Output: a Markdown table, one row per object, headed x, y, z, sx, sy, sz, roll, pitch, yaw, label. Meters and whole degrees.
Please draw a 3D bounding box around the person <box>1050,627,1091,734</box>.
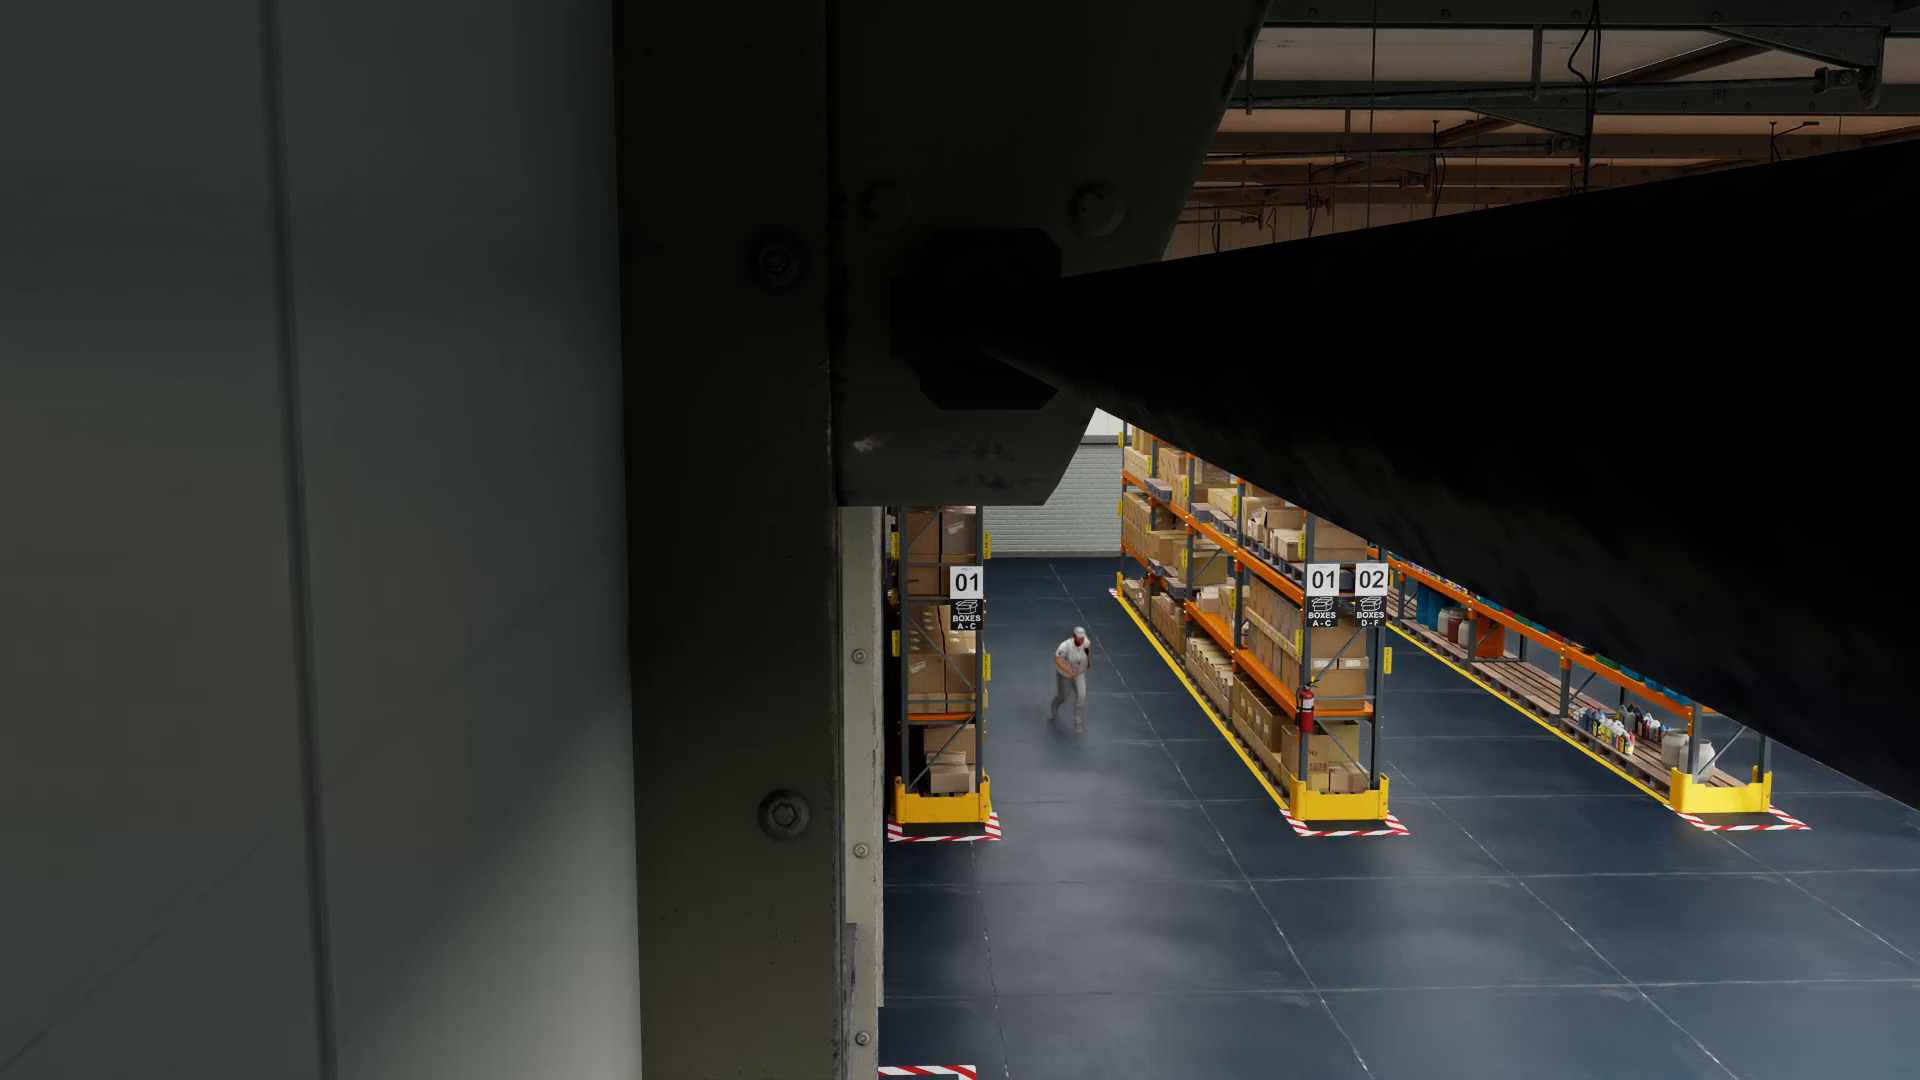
| x | y | z | sx | sy | sz | roll | pitch | yaw | label |
| --- | --- | --- | --- | --- | --- | --- | --- | --- | --- |
| 1.657 | 2.054 | 25.094 | 0.642 | 1.631 | 1.013 | -4 | 9 | -25 | person |
